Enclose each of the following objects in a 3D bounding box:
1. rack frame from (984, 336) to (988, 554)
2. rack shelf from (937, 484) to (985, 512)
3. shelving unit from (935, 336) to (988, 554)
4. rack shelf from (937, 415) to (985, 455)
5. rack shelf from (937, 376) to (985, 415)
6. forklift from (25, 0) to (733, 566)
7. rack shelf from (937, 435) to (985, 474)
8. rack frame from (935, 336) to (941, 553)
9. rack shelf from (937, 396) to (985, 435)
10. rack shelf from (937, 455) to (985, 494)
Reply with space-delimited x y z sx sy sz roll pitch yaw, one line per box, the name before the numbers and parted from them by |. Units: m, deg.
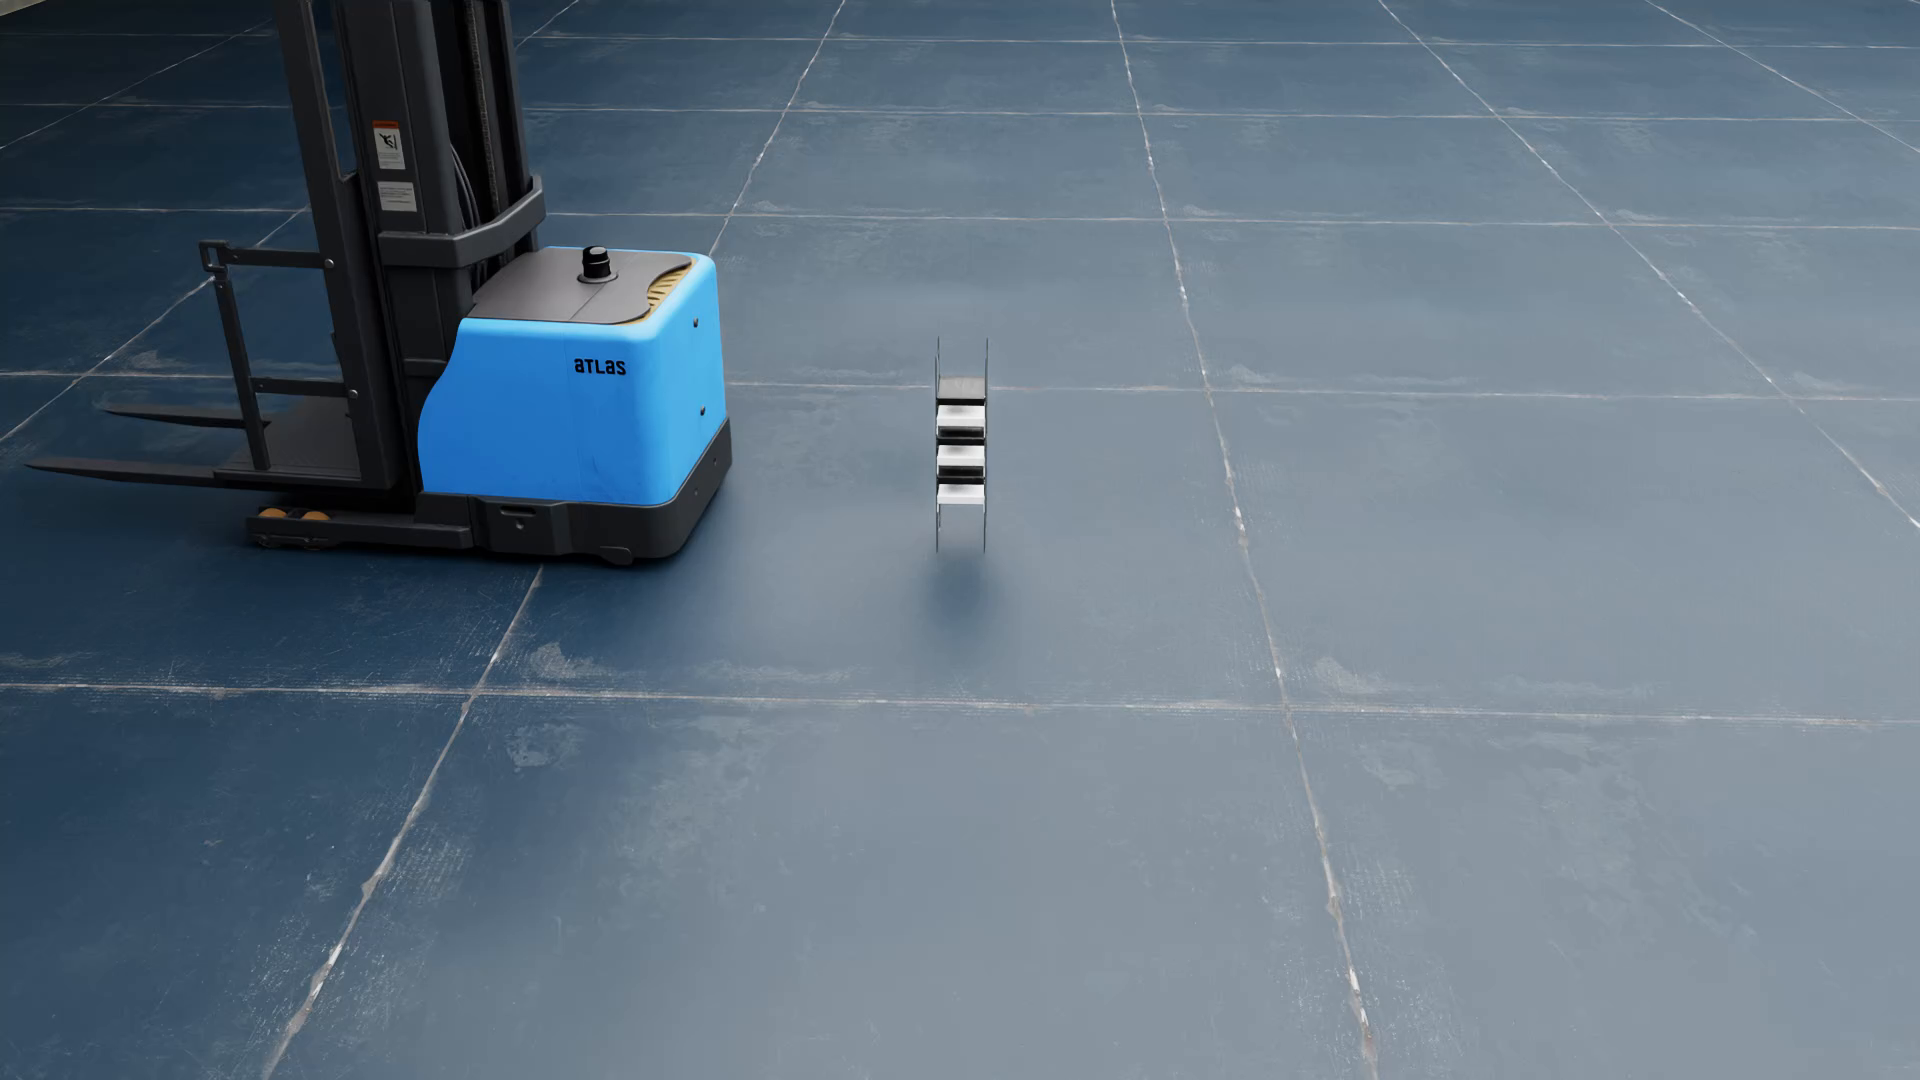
rack frame | 0.110 -0.396 7.036 0.006 0.900 0.240 1 28 2
rack shelf | 0.008 -0.209 7.139 0.200 0.077 0.258 1 28 2
shelving unit | 0.008 -0.397 7.039 0.210 0.900 0.258 1 28 2
rack shelf | 0.008 -0.448 7.012 0.200 0.077 0.258 1 28 2
rack shelf | 0.008 -0.607 6.928 0.200 0.077 0.258 1 28 2
forklift | -2.623 -1.489 6.930 3.031 2.935 1.130 4 28 7
rack shelf | 0.008 -0.368 7.055 0.200 0.077 0.258 1 28 2
rack frame | -0.093 -0.399 7.042 0.006 0.900 0.240 1 28 2
rack shelf | 0.008 -0.527 6.970 0.200 0.077 0.258 1 28 2
rack shelf | 0.008 -0.288 7.097 0.200 0.077 0.258 1 28 2
